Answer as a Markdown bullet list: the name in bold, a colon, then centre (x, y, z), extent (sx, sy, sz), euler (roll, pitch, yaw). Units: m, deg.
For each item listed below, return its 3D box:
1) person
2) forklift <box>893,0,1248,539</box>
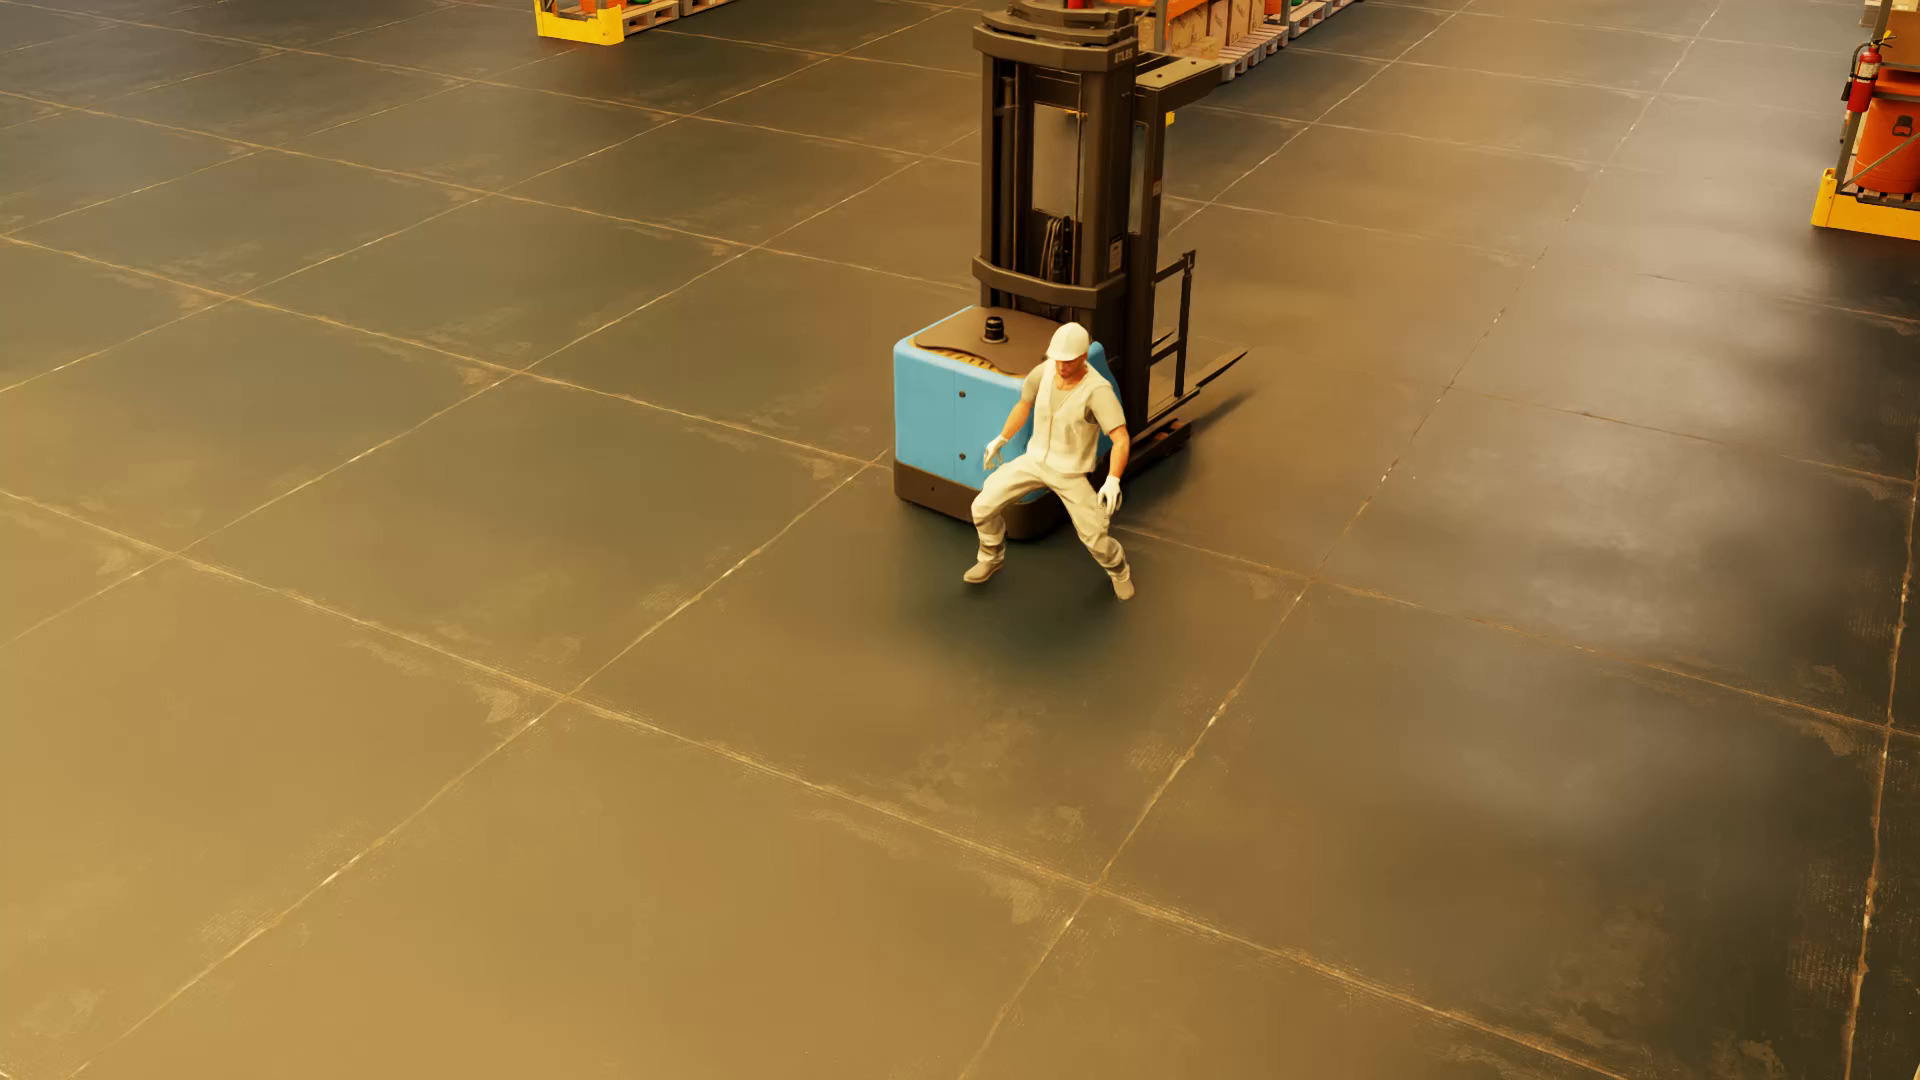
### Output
- **person**: centre (0.576, -0.406, 9.095), extent (0.974, 1.646, 0.729), euler (22, 37, 33)
- **forklift**: centre (0.883, -1.948, 10.446), extent (1.130, 2.935, 3.031), euler (21, 36, 32)
